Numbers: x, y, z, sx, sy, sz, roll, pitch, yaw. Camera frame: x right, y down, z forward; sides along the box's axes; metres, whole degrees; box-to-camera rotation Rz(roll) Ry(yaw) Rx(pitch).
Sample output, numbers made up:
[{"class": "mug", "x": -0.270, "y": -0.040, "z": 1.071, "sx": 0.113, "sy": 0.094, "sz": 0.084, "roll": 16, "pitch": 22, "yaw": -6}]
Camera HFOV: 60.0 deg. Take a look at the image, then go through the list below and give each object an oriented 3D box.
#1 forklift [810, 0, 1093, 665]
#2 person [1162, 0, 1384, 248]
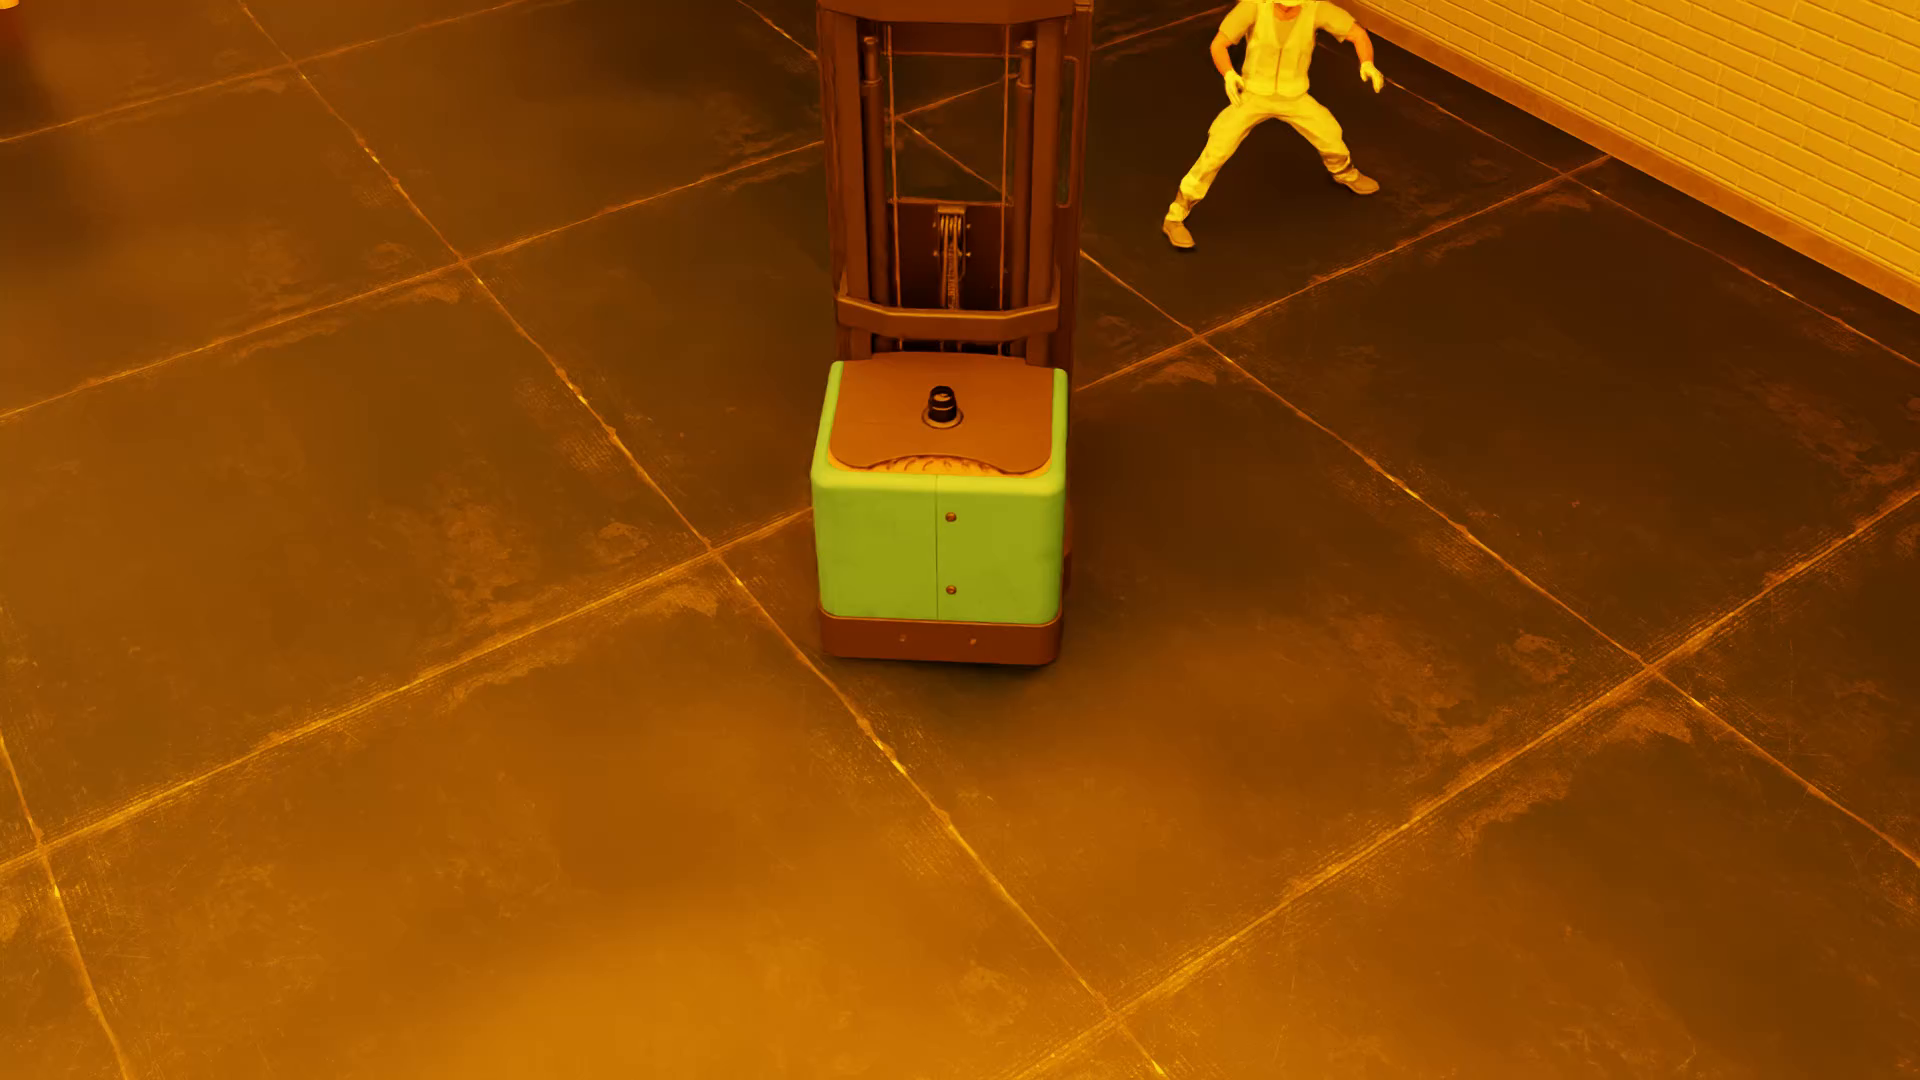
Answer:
[{"class": "forklift", "x": -0.008, "y": -1.524, "z": 7.369, "sx": 1.130, "sy": 2.935, "sz": 3.031, "roll": 2, "pitch": 43, "yaw": 2}, {"class": "person", "x": 1.872, "y": -2.509, "z": 9.441, "sx": 1.318, "sy": 1.569, "sz": 0.849, "roll": 3, "pitch": 43, "yaw": 3}]
